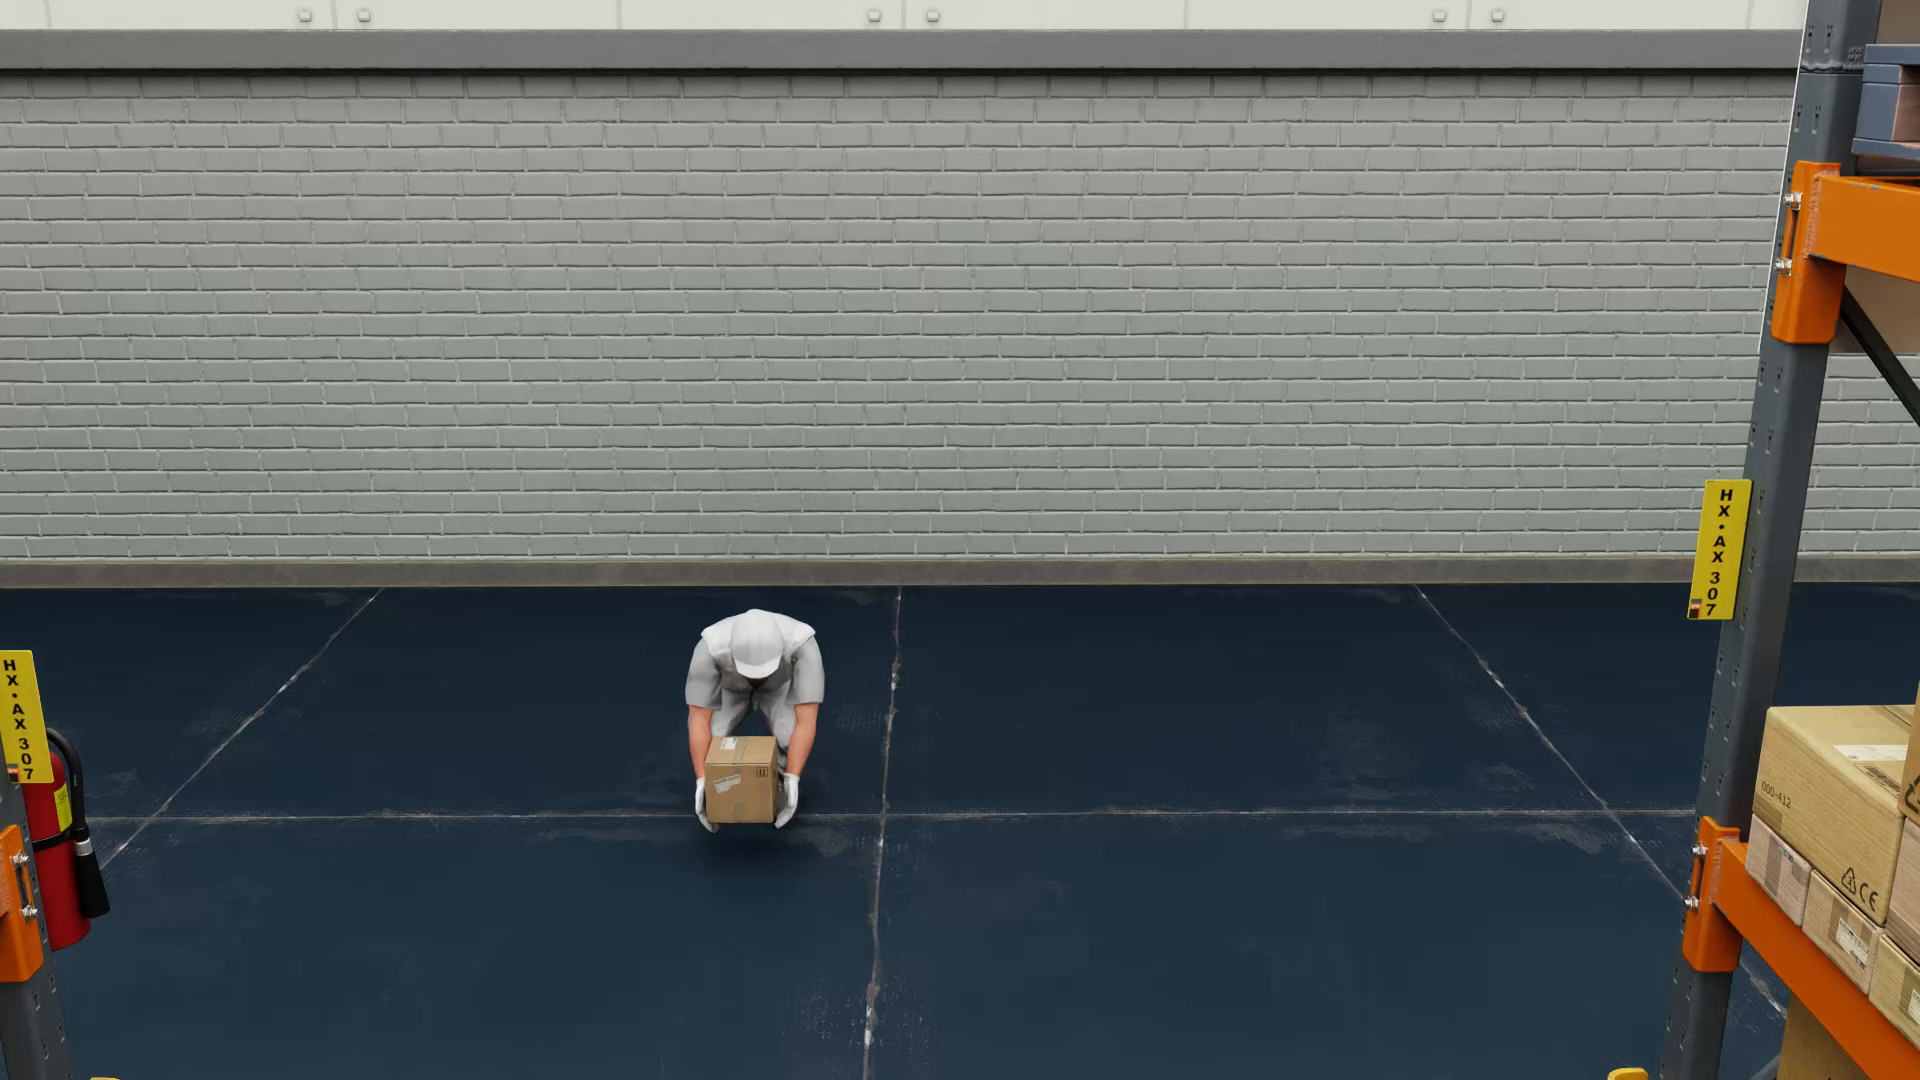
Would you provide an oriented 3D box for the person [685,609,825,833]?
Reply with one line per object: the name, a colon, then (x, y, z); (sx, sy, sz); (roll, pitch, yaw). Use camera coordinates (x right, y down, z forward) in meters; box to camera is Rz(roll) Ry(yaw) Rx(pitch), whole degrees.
person: (-0.819, 0.661, 6.711); (0.568, 0.993, 0.895); (0, 17, -1)
